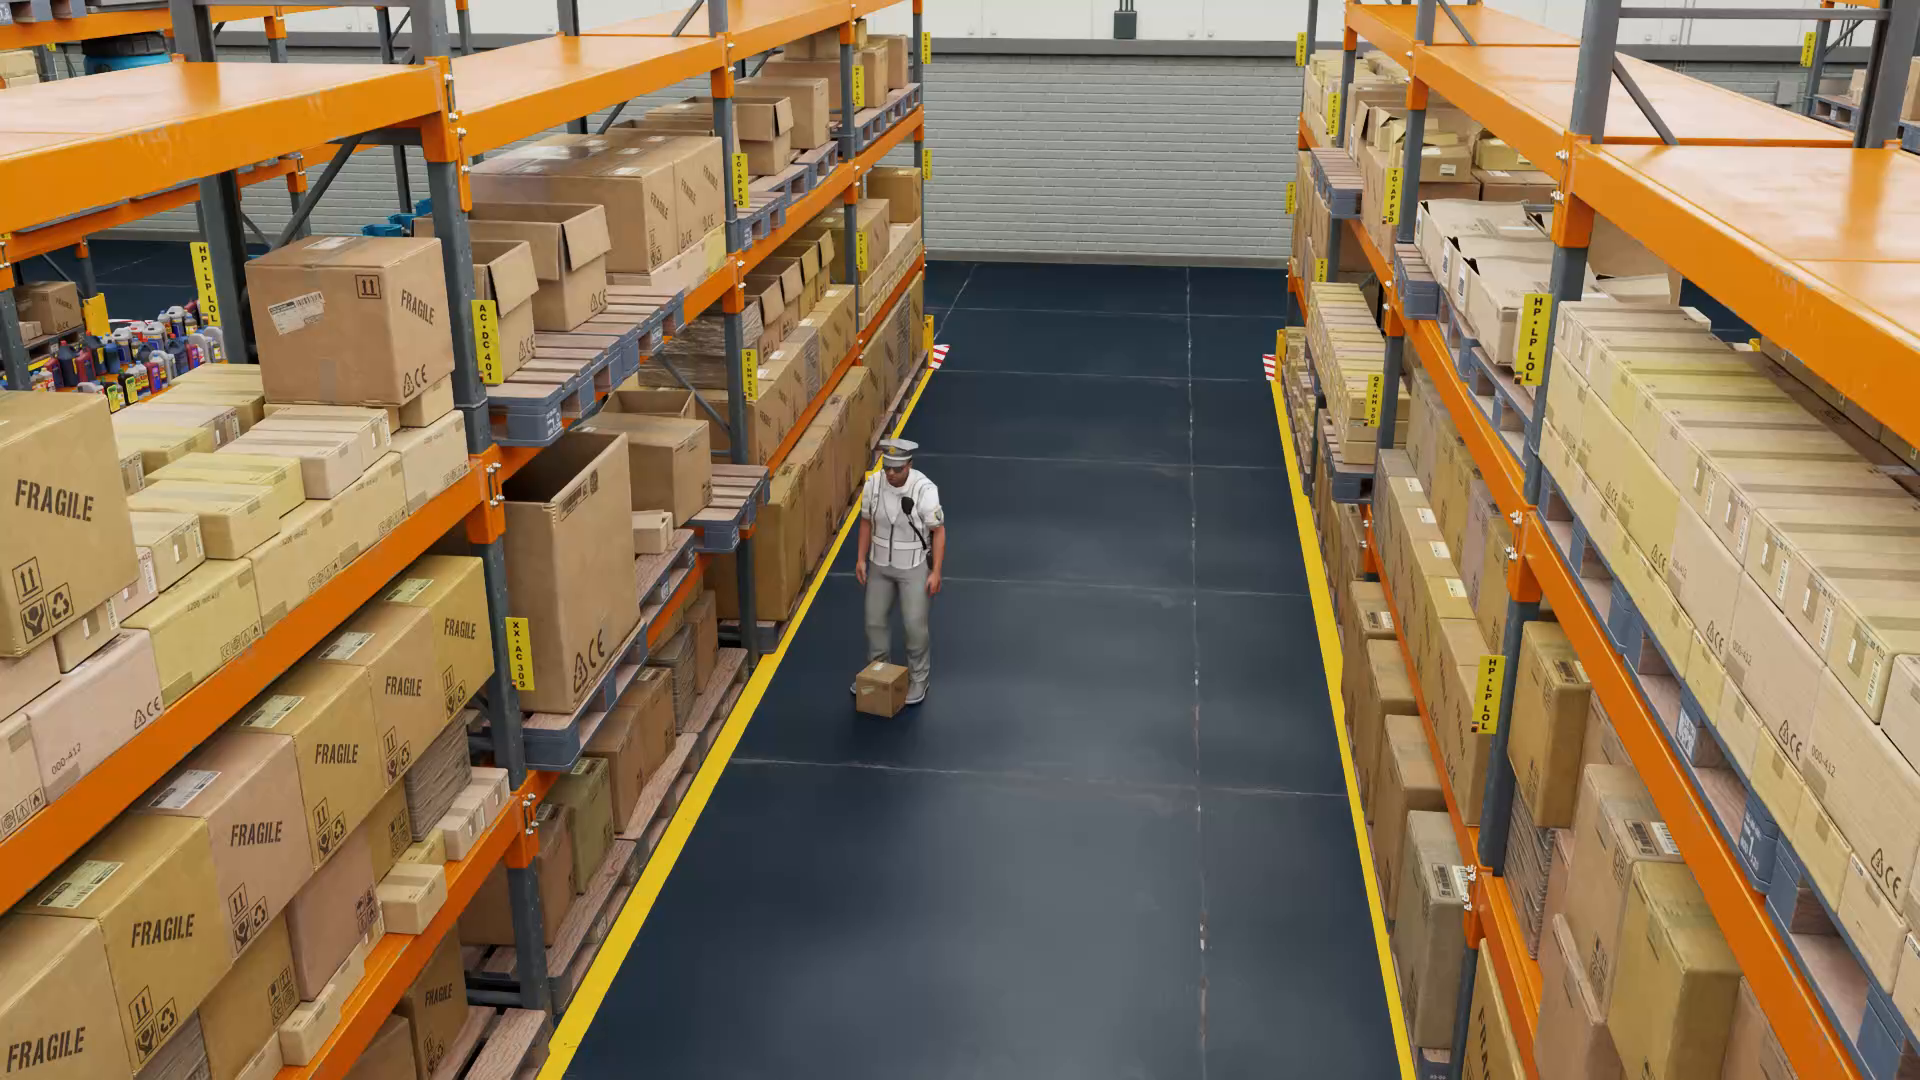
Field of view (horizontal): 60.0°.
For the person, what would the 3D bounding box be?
[{"bbox_3d":[-0.384,0.166,10.642,0.601,1.747,0.437,8,22,20],"label":"person"}]
